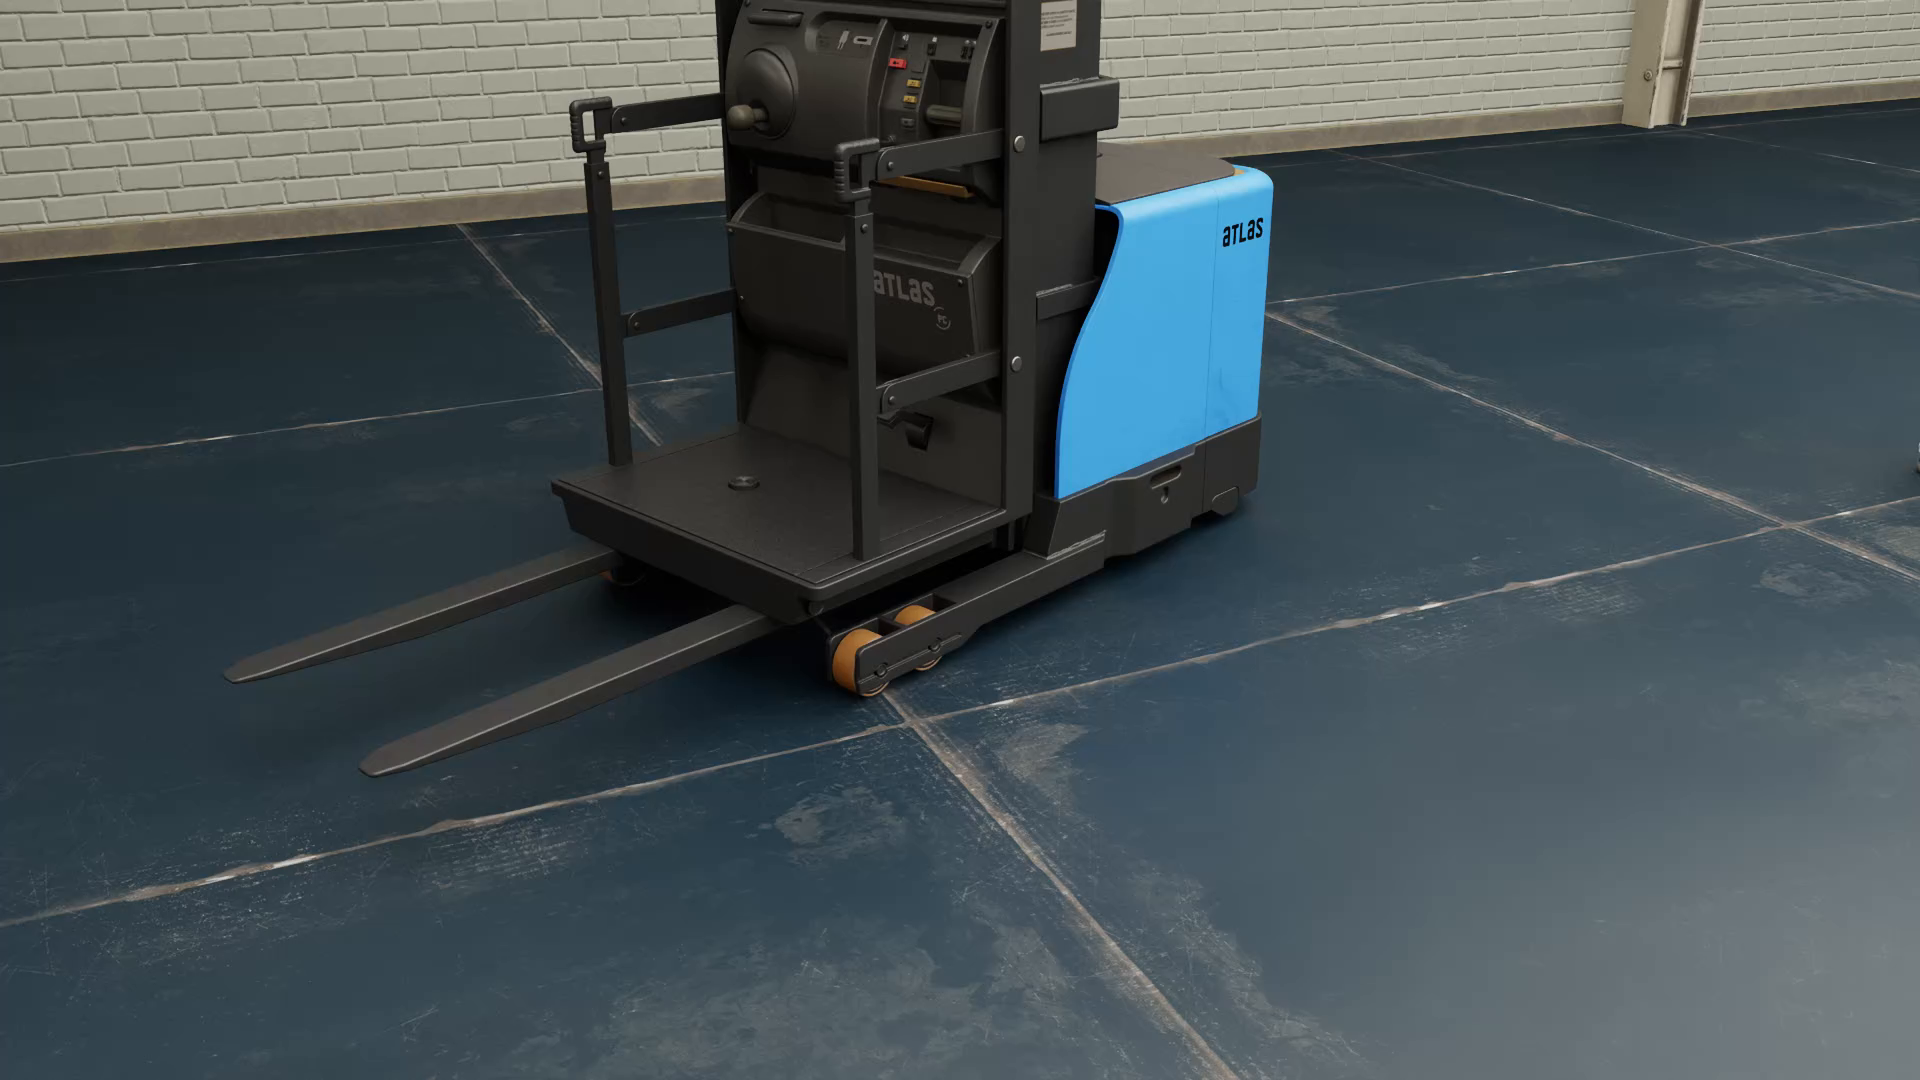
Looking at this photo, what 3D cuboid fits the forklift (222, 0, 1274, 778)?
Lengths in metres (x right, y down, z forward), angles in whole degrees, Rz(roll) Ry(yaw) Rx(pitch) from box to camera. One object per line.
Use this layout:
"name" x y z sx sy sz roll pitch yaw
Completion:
"forklift" -0.413 -1.182 4.131 1.130 2.935 3.031 19 29 39

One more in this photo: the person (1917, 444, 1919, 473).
"person" 3.395 -1.019 5.243 0.446 1.780 0.623 -4 23 -8
